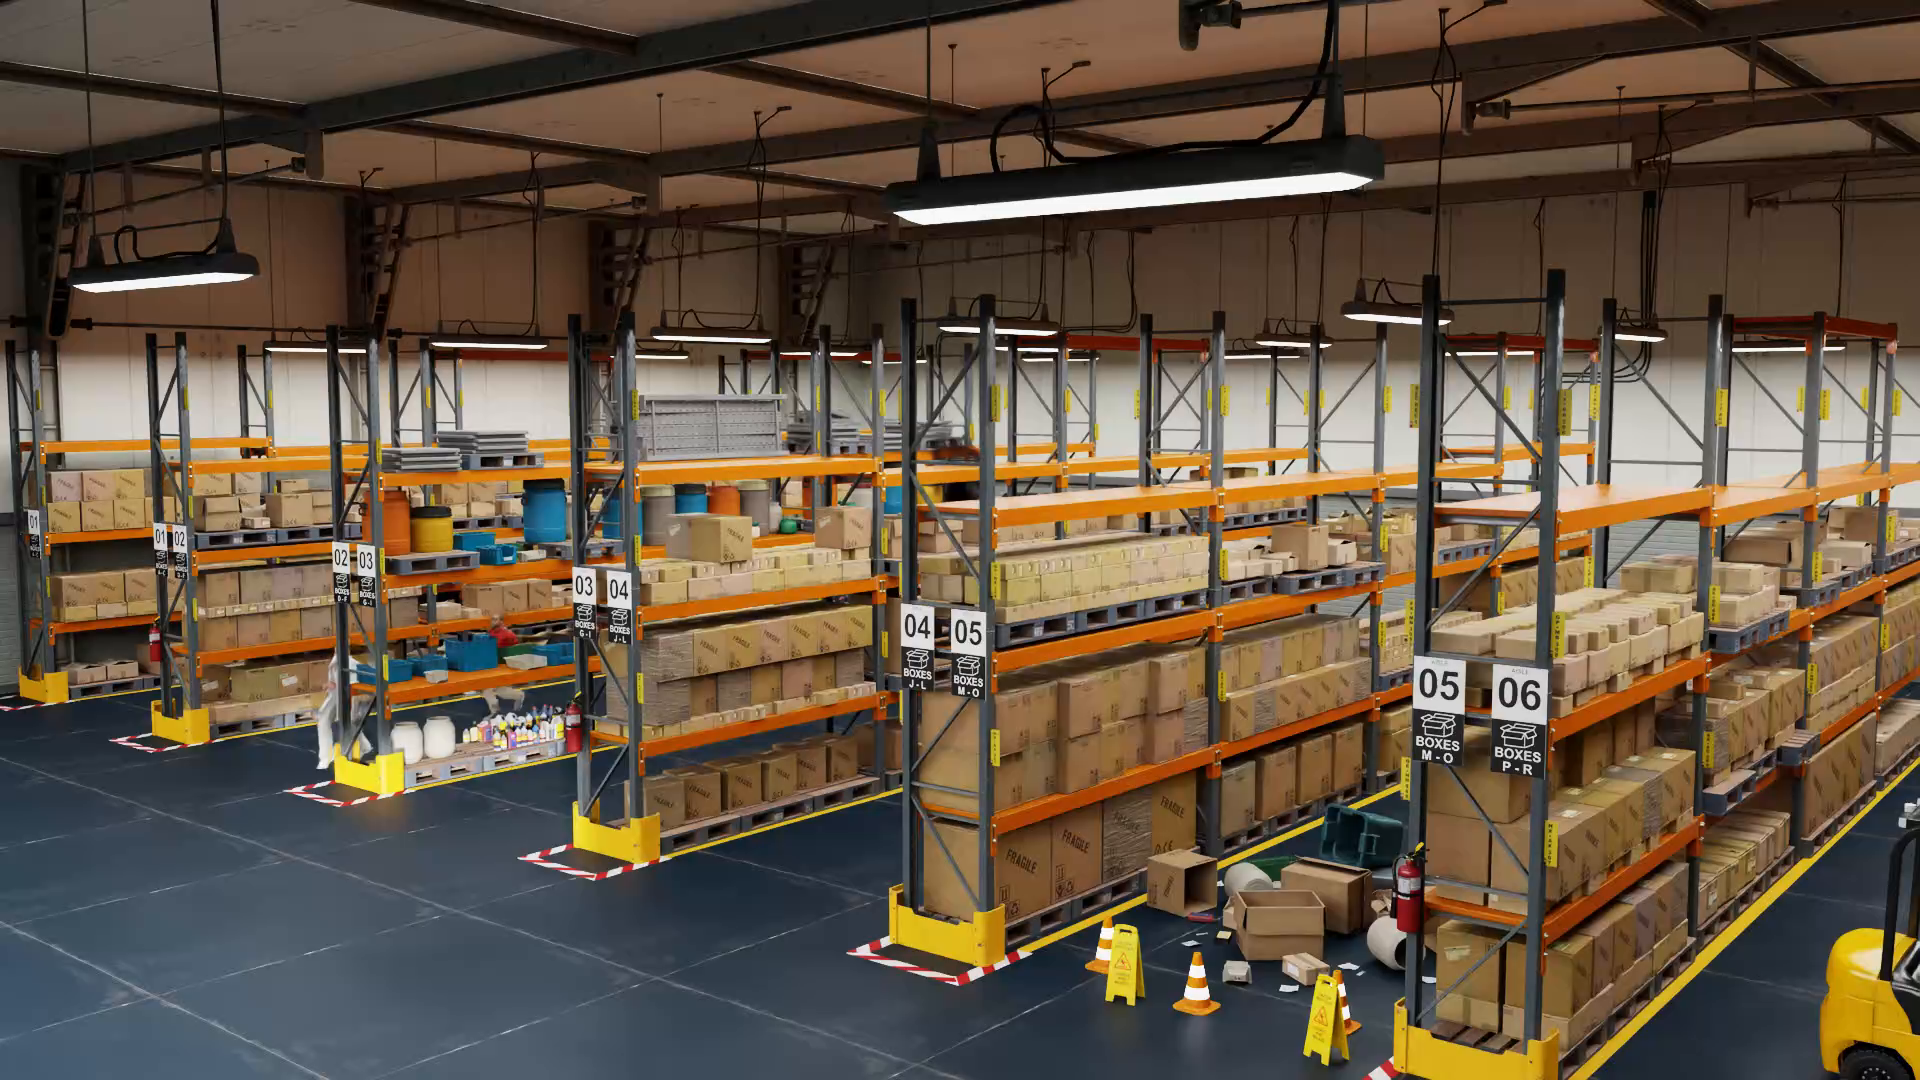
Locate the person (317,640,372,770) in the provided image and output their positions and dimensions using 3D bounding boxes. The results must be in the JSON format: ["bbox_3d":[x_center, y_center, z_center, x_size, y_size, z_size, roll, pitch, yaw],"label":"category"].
[{"bbox_3d":[-8.426,2.262,22.882,0.711,1.850,0.839,3,6,31],"label":"person"}]

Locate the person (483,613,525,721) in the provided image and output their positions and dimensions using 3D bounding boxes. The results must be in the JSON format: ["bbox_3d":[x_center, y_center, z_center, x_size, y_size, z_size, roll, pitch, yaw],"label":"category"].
[{"bbox_3d":[-7.201,1.971,26.126,0.705,1.675,0.708,3,6,31],"label":"person"}]
